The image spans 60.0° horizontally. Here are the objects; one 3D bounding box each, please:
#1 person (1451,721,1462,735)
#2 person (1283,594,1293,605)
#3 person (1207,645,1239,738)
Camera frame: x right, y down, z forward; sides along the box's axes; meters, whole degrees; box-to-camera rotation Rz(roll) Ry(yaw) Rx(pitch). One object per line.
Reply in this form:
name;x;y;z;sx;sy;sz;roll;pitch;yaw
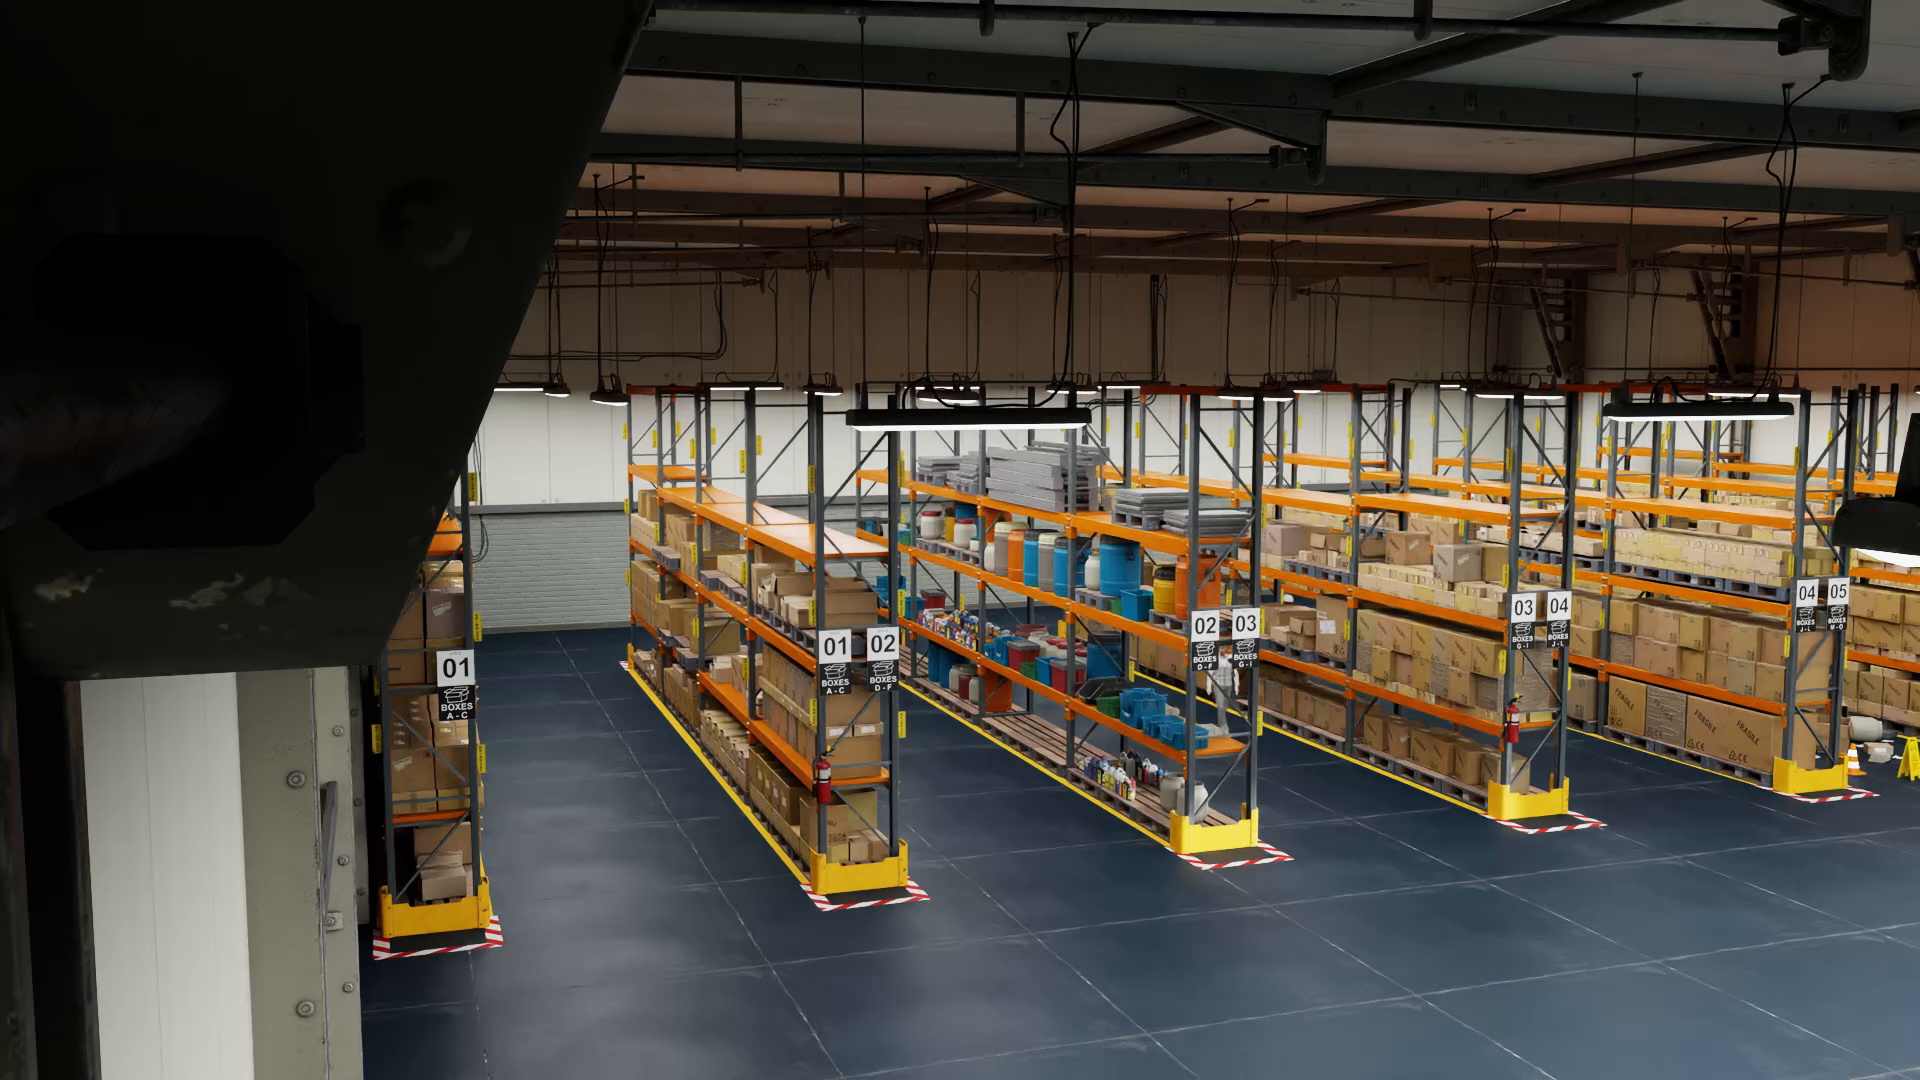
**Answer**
person;8.476;2.595;28.344;0.510;1.652;0.608;0;6;-5
person;6.662;2.005;33.665;0.542;1.809;0.602;-3;6;-25
person;4.555;2.542;28.678;0.521;1.663;0.819;-1;6;-9
